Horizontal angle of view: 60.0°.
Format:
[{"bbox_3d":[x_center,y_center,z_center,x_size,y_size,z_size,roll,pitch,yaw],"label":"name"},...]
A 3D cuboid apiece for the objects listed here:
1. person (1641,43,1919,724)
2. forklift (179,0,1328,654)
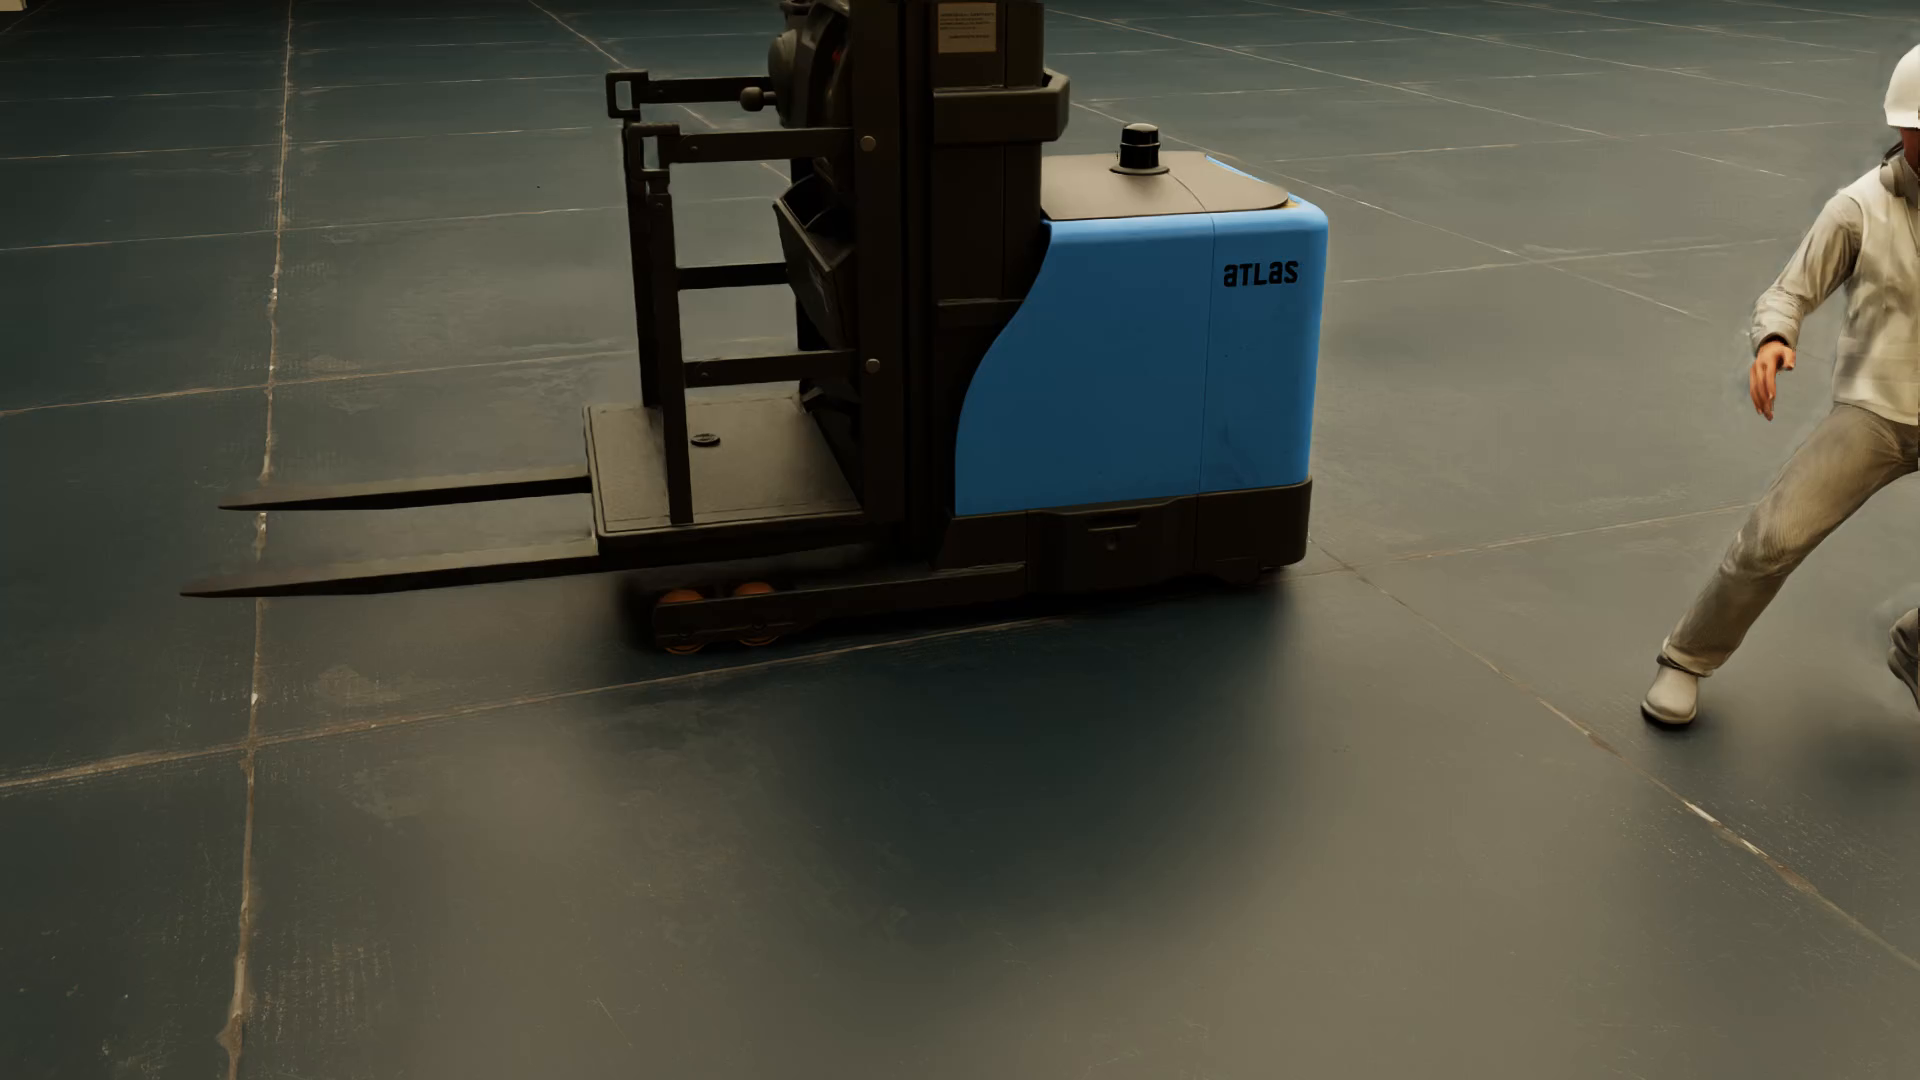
[{"bbox_3d":[2.136,-0.291,3.718,0.887,1.596,0.751,11,25,25],"label":"person"},{"bbox_3d":[-0.576,-1.277,4.335,3.031,2.935,1.130,-6,23,-13],"label":"forklift"}]
